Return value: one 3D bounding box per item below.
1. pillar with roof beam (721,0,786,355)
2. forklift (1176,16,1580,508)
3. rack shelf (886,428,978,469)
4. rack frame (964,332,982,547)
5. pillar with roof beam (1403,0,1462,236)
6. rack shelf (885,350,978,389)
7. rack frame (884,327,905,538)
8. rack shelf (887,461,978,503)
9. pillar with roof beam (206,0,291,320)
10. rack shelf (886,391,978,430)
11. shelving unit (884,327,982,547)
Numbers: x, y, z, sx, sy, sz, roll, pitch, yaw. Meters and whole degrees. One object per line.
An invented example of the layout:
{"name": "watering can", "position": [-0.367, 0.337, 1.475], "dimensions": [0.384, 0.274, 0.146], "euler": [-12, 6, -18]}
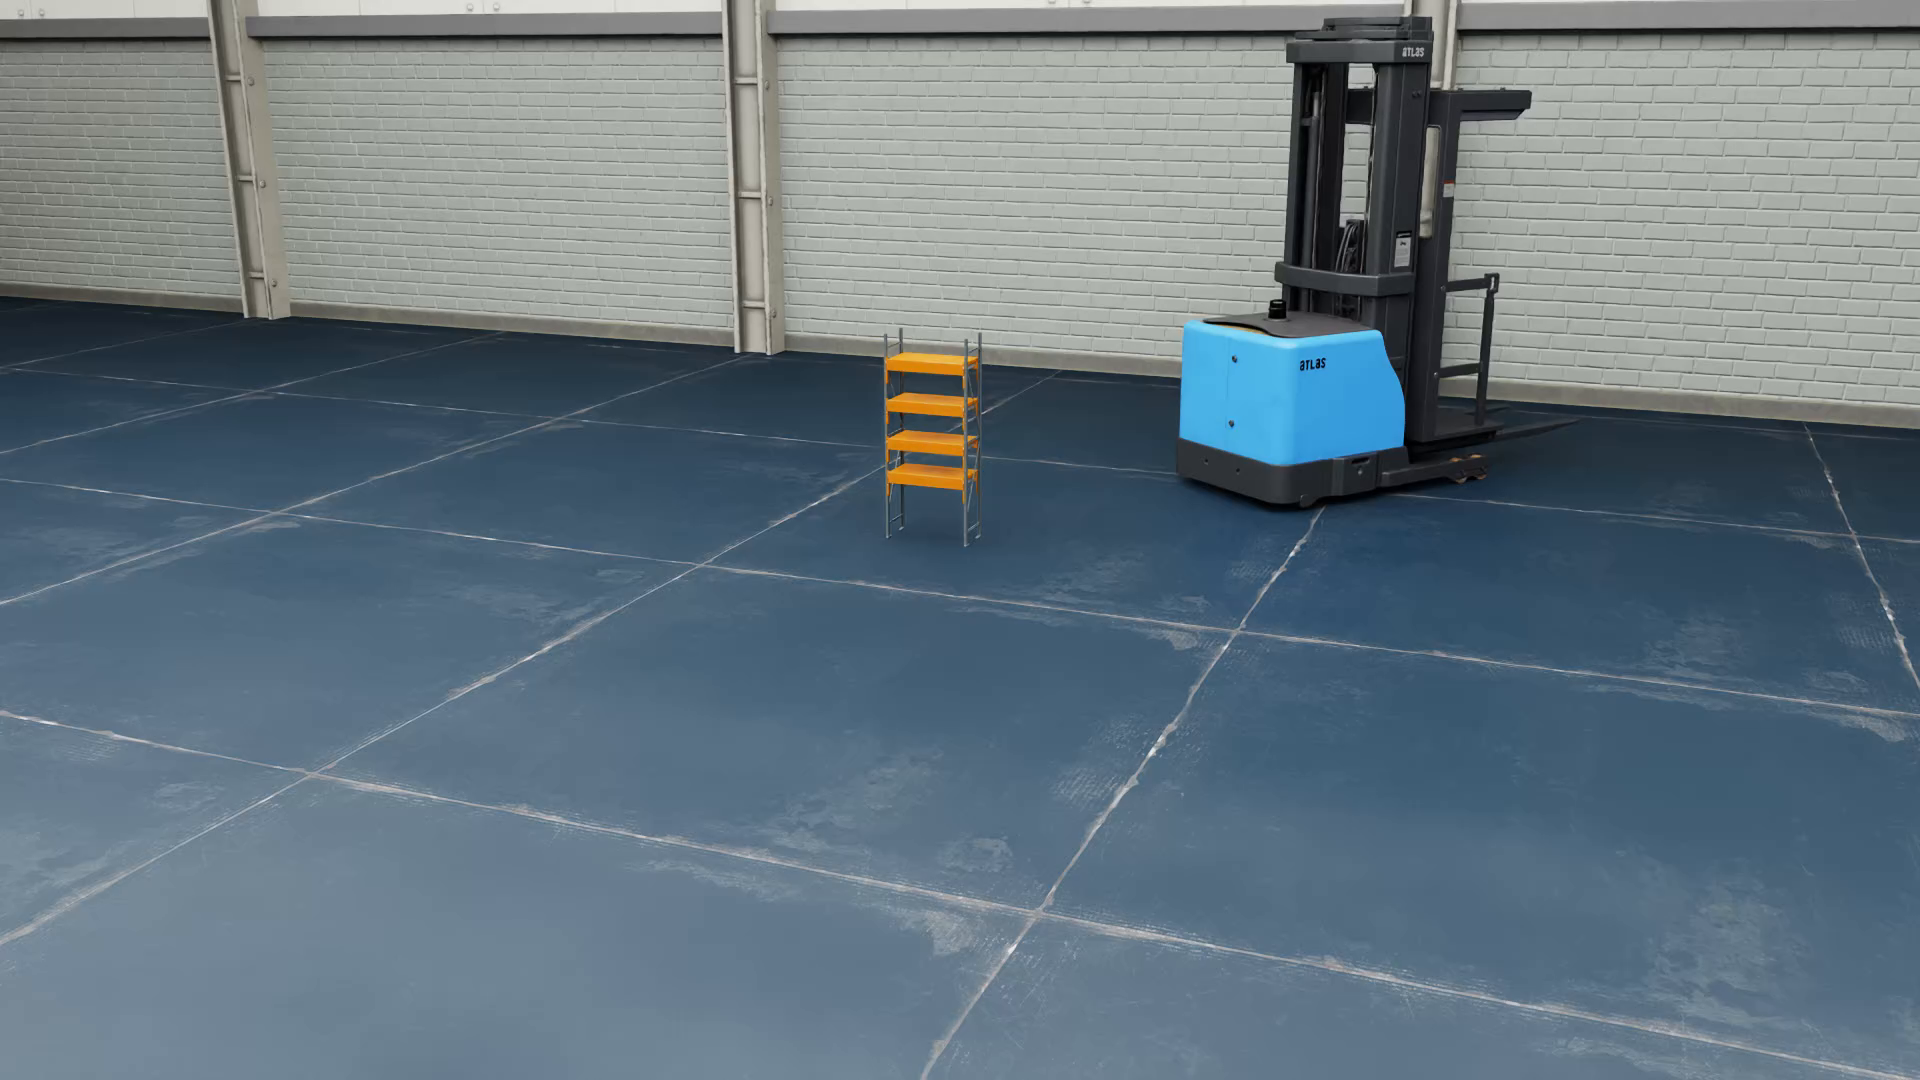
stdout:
{"name": "pillar with roof beam", "position": [-3.488, -5.012, 10.796], "dimensions": [0.400, 9.000, 9.100], "euler": [6, 17, 21]}
{"name": "forklift", "position": [2.941, -1.895, 10.945], "dimensions": [3.031, 2.935, 1.130], "euler": [-10, 19, -31]}
{"name": "rack shelf", "position": [-0.154, -0.529, 9.583], "dimensions": [0.480, 0.148, 0.258], "euler": [6, 17, 21]}
{"name": "rack frame", "position": [0.073, -0.568, 9.479], "dimensions": [0.015, 1.200, 0.240], "euler": [6, 17, 21]}
{"name": "pillar with roof beam", "position": [2.094, -4.398, 8.681], "dimensions": [0.400, 9.000, 9.100], "euler": [6, 17, 21]}
{"name": "rack shelf", "position": [-0.154, -0.971, 9.455], "dimensions": [0.480, 0.148, 0.258], "euler": [6, 17, 21]}
{"name": "rack frame", "position": [-0.381, -0.618, 9.651], "dimensions": [0.015, 1.200, 0.240], "euler": [6, 17, 21]}
{"name": "rack shelf", "position": [-0.154, -0.338, 9.639], "dimensions": [0.480, 0.148, 0.258], "euler": [6, 17, 21]}
{"name": "pillar with roof beam", "position": [-9.069, -5.625, 12.910], "dimensions": [0.400, 9.000, 9.100], "euler": [6, 17, 21]}
{"name": "rack shelf", "position": [-0.154, -0.743, 9.521], "dimensions": [0.480, 0.148, 0.258], "euler": [6, 17, 21]}
{"name": "shelving unit", "position": [-0.154, -0.593, 9.565], "dimensions": [0.503, 1.200, 0.258], "euler": [6, 17, 21]}
